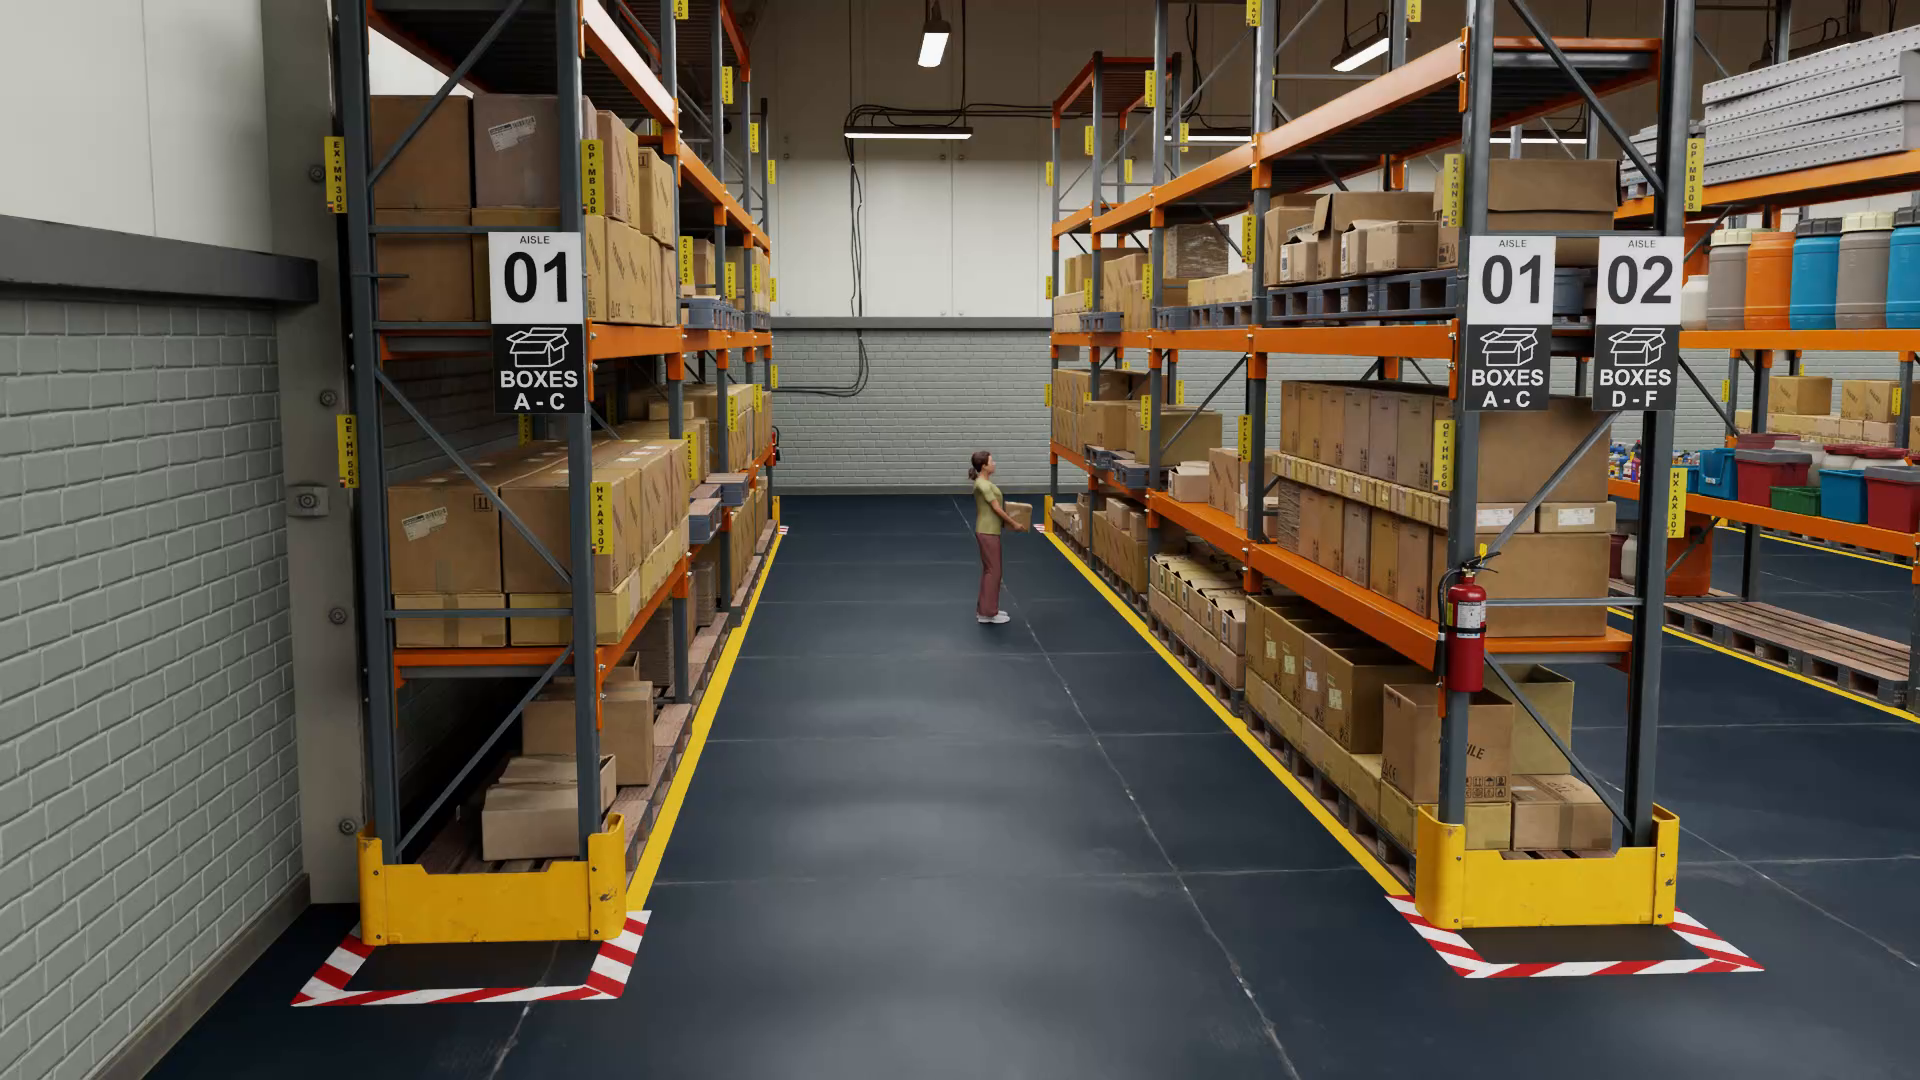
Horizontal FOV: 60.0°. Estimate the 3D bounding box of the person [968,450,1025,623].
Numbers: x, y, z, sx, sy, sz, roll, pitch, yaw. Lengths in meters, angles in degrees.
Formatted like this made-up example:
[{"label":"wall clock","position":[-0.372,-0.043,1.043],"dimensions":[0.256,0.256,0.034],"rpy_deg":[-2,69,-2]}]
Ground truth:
[{"label":"person","position":[0.347,-0.040,16.137],"dimensions":[0.554,1.662,0.426],"rpy_deg":[0,7,-3]}]
